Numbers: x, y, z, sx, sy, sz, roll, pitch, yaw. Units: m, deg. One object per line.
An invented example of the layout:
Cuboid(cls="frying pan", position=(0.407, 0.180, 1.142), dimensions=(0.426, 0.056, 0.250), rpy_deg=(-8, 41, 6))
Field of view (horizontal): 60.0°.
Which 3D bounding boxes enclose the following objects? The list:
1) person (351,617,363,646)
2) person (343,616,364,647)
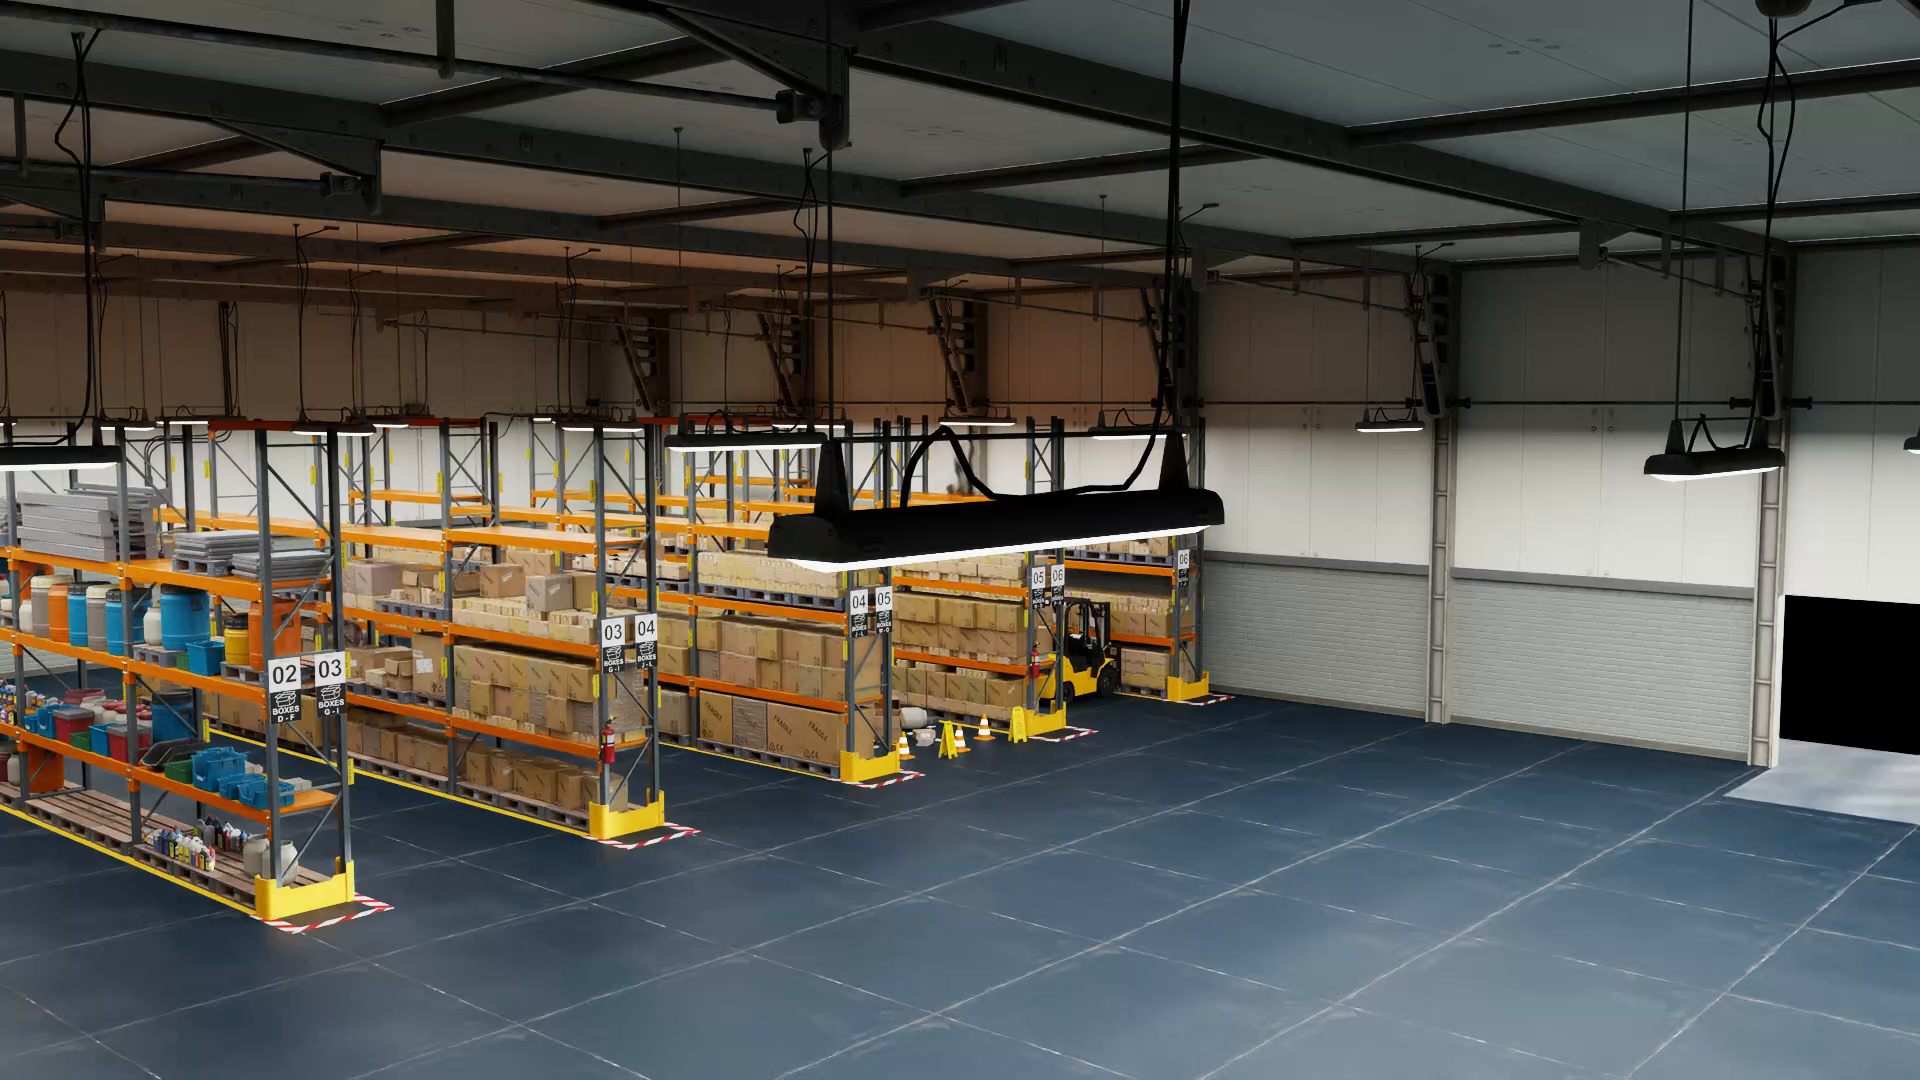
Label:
Cuboid(cls="person", position=(-14.472, 2.120, 39.970), dimensions=(0.694, 1.820, 0.953), rpy_deg=(1, 5, 11))
Cuboid(cls="person", position=(-13.237, 2.456, 36.030), dimensions=(0.734, 1.800, 0.951), rpy_deg=(-4, 6, -39))
